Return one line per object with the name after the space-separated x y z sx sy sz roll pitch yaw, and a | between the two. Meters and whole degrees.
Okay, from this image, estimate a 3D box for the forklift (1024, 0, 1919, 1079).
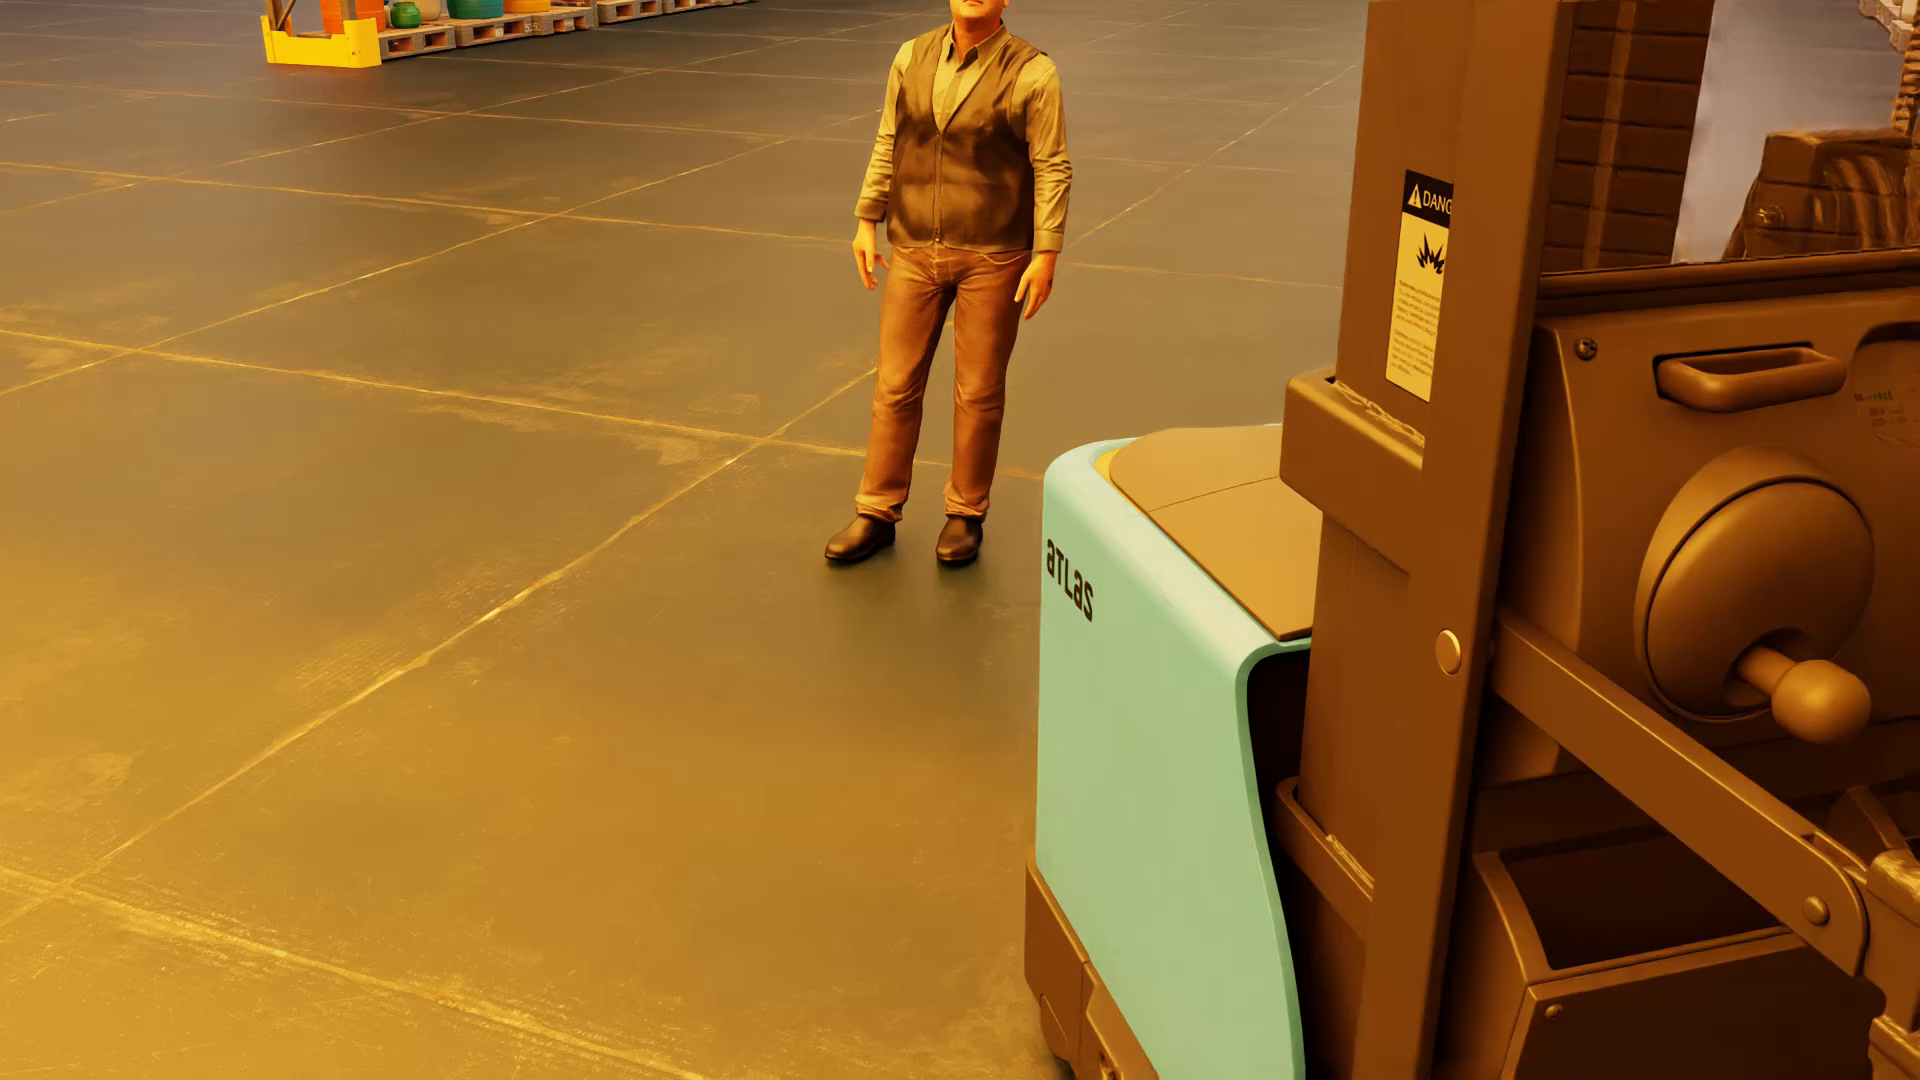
1.018 -0.024 1.349 1.130 2.935 3.031 -6 24 -15 | forklift

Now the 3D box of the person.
-0.031 -0.779 4.707 0.633 1.722 0.566 9 24 21 | person
